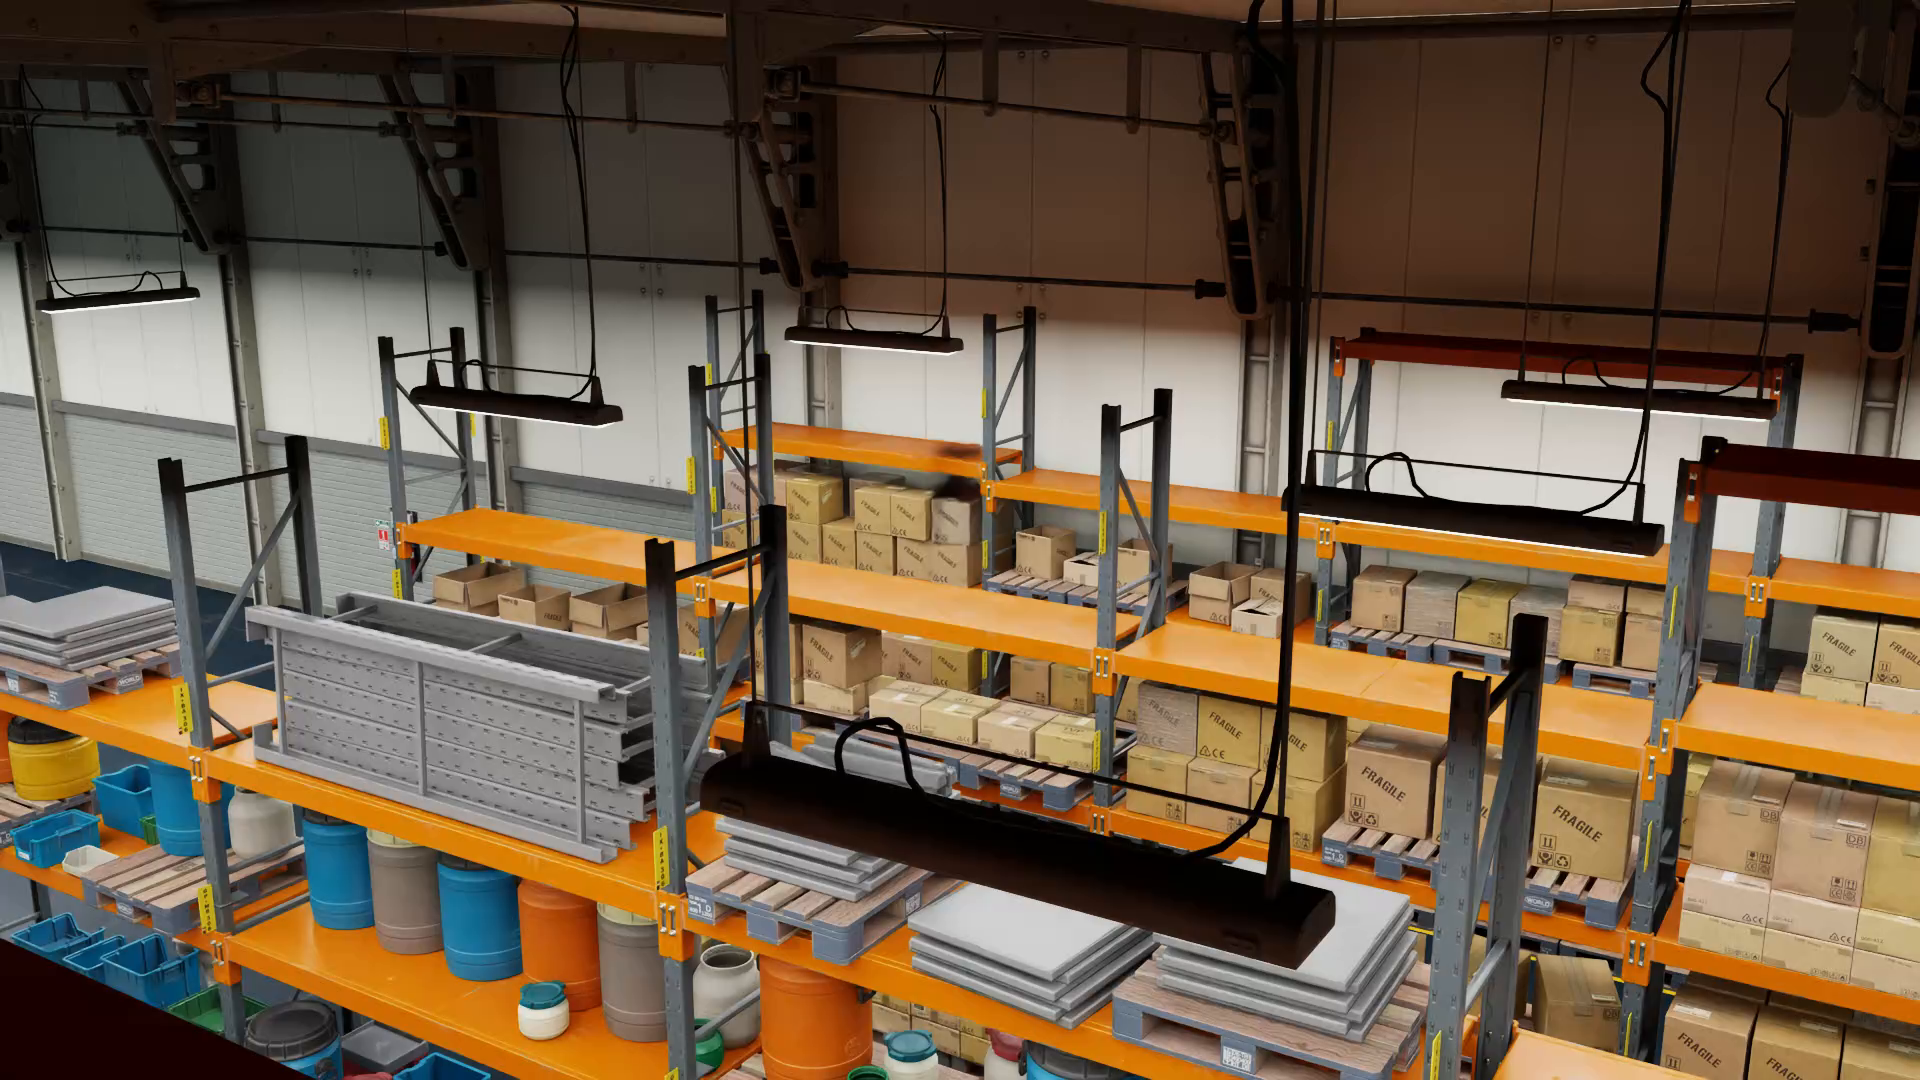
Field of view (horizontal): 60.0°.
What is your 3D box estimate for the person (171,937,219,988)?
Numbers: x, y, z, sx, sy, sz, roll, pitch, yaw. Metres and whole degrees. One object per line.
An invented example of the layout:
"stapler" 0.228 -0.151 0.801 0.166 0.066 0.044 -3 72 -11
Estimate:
"person" -6.892 3.587 15.029 0.656 1.771 0.421 2 14 9
